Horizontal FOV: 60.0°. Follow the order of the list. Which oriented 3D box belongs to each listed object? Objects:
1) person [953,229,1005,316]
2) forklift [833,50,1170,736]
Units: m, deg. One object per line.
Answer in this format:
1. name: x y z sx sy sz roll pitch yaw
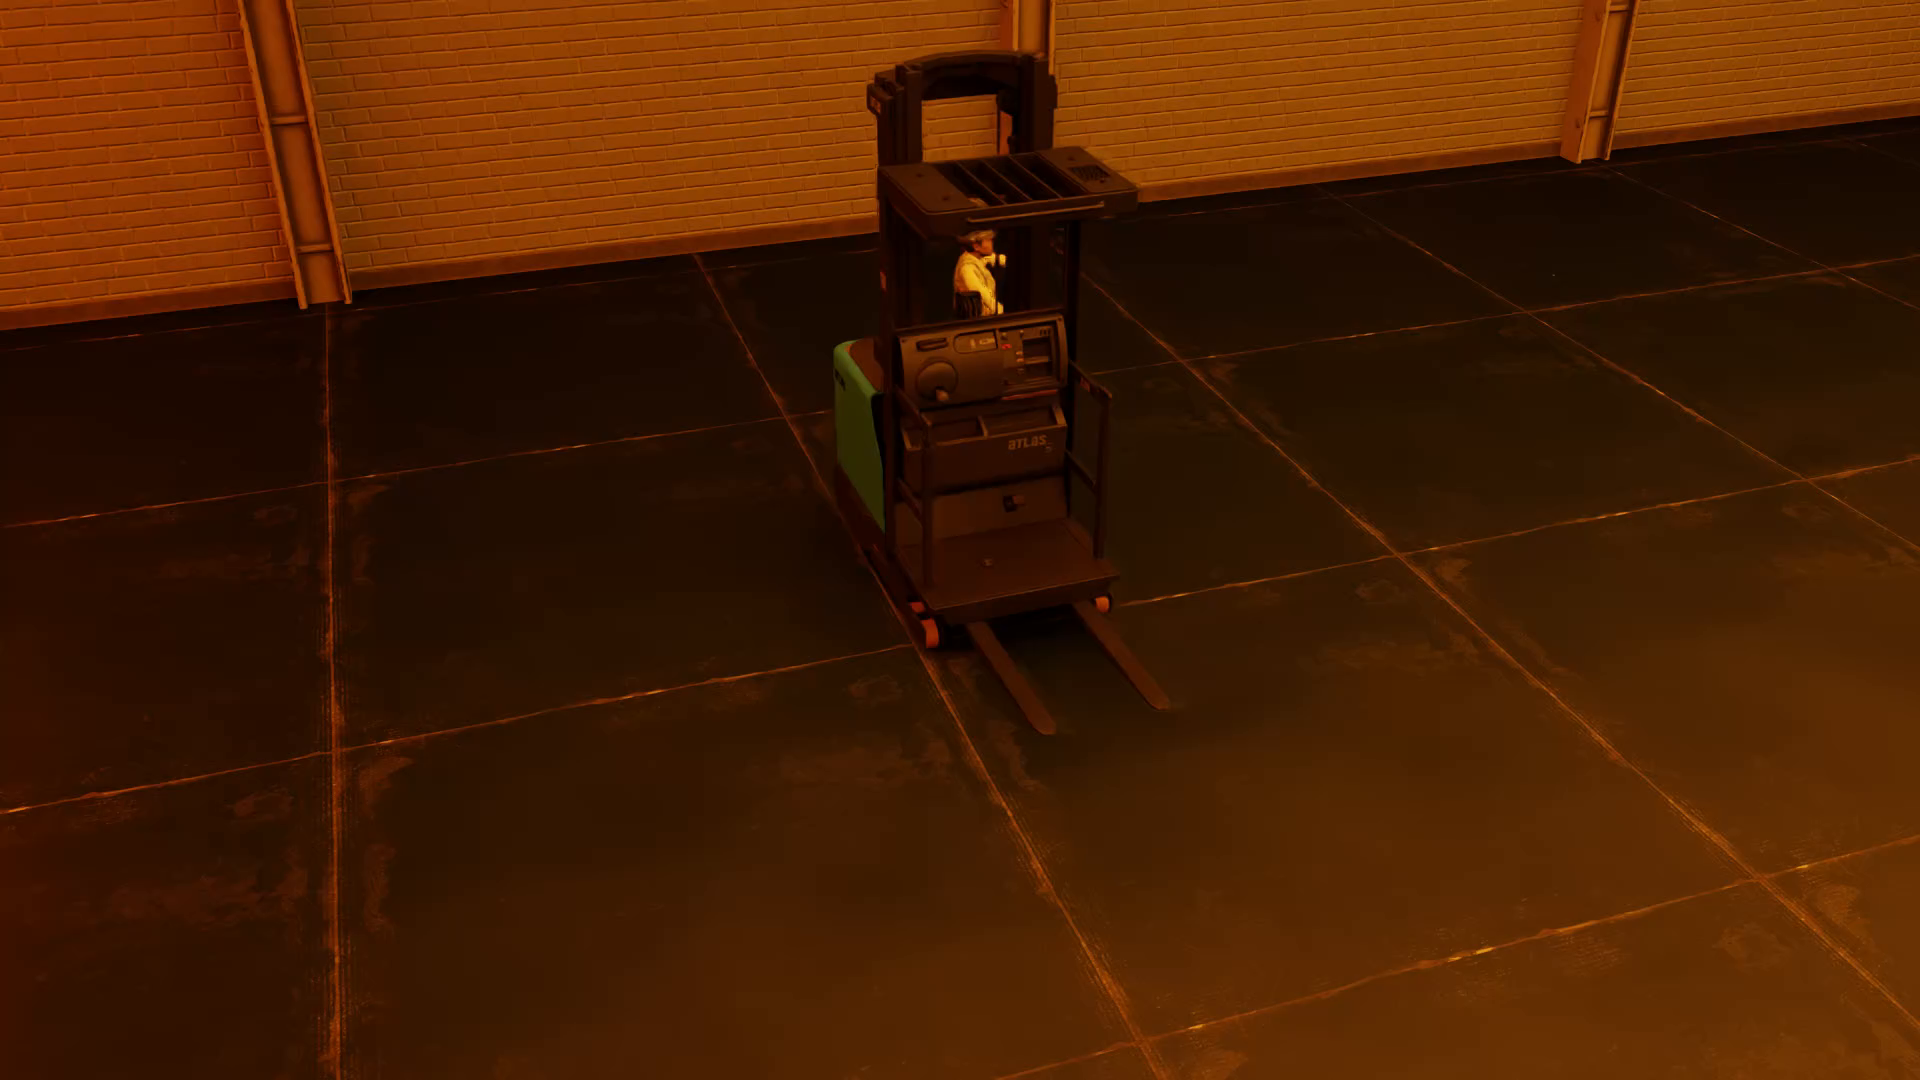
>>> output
1. person: 0.336 -1.422 11.027 0.767 1.456 1.041 0 30 -1
2. forklift: 0.204 -0.910 8.668 1.130 2.935 3.031 -10 31 -17
